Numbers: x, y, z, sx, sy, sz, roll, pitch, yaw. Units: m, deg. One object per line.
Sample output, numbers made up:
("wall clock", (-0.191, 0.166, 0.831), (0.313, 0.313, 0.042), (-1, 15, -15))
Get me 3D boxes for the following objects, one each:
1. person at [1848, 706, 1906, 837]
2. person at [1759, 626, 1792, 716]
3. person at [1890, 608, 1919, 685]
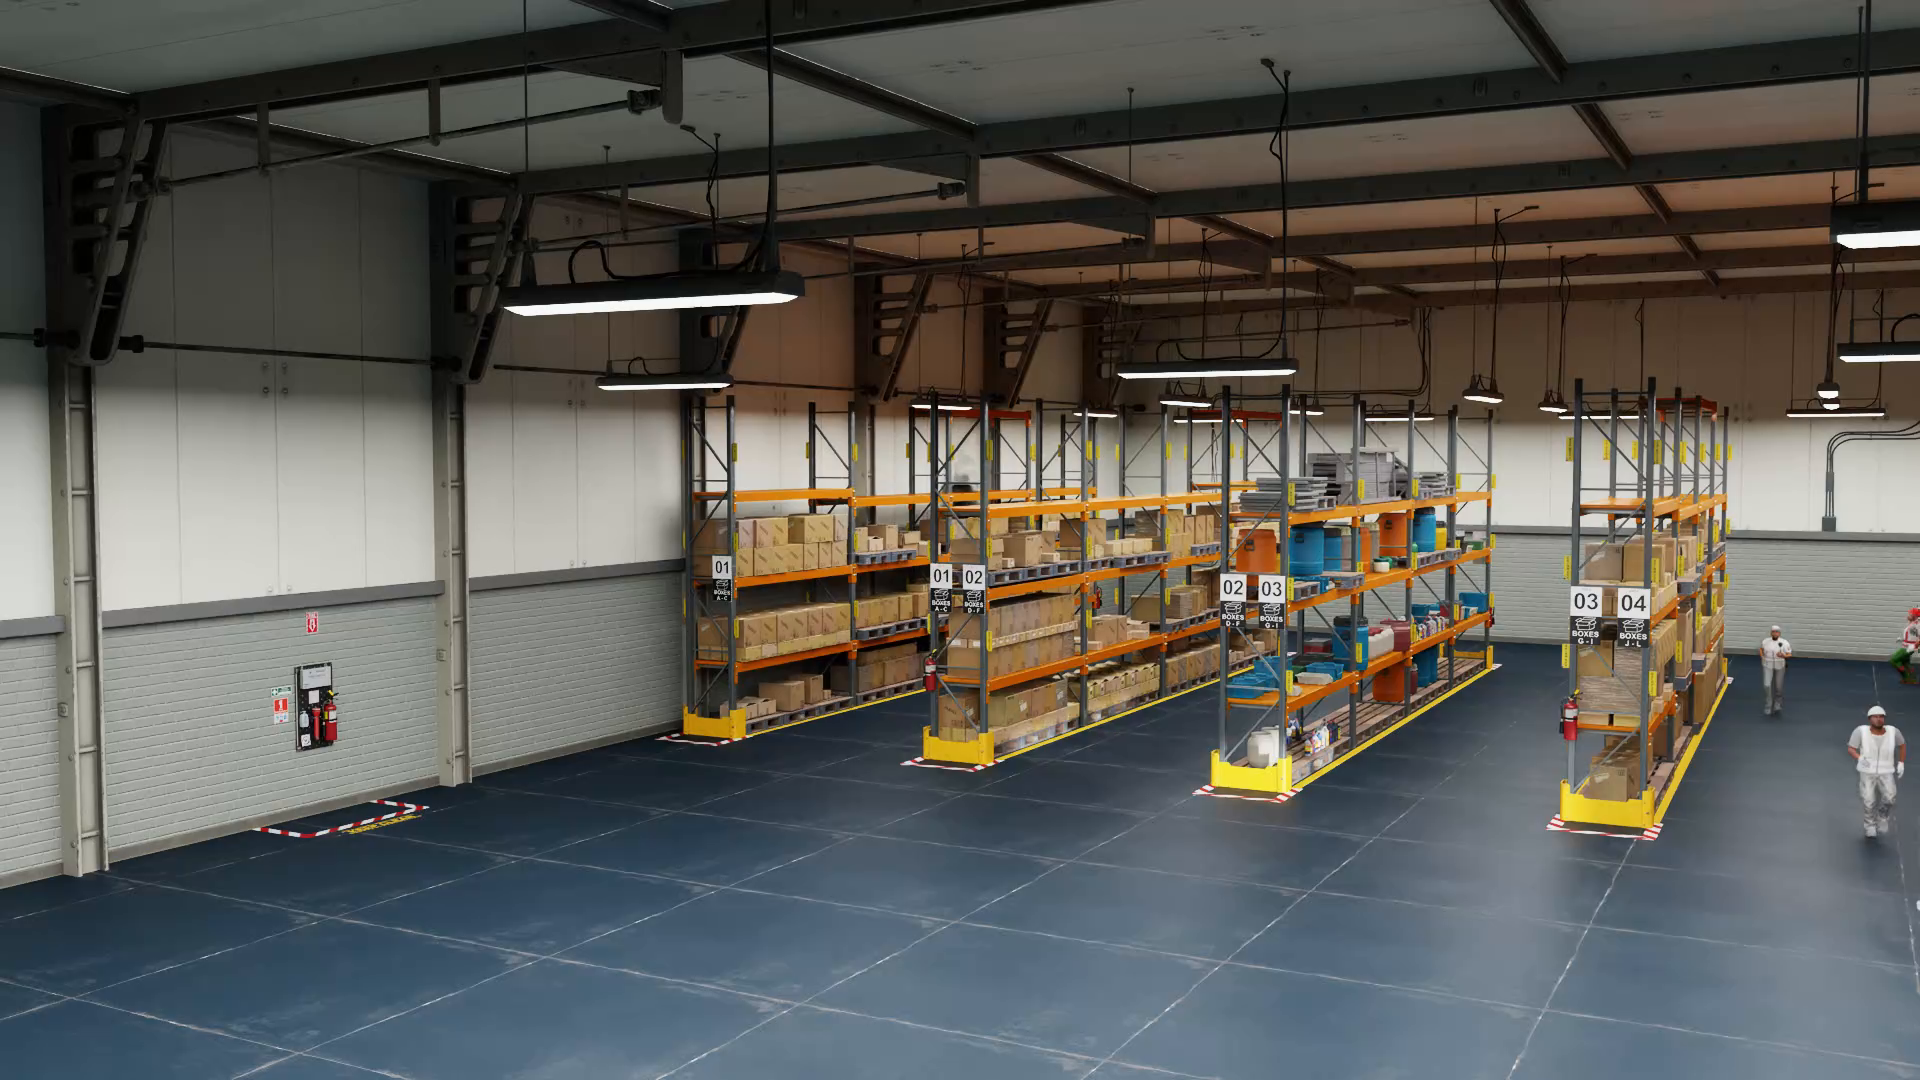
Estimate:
("person", (11.855, 3.005, 21.483), (0.689, 1.724, 0.673), (1, 3, 22))
("person", (15.610, 2.496, 31.868), (0.587, 1.723, 0.713), (2, 3, 29))
("person", (20.321, 2.285, 35.654), (0.648, 1.684, 0.758), (2, 4, 34))
